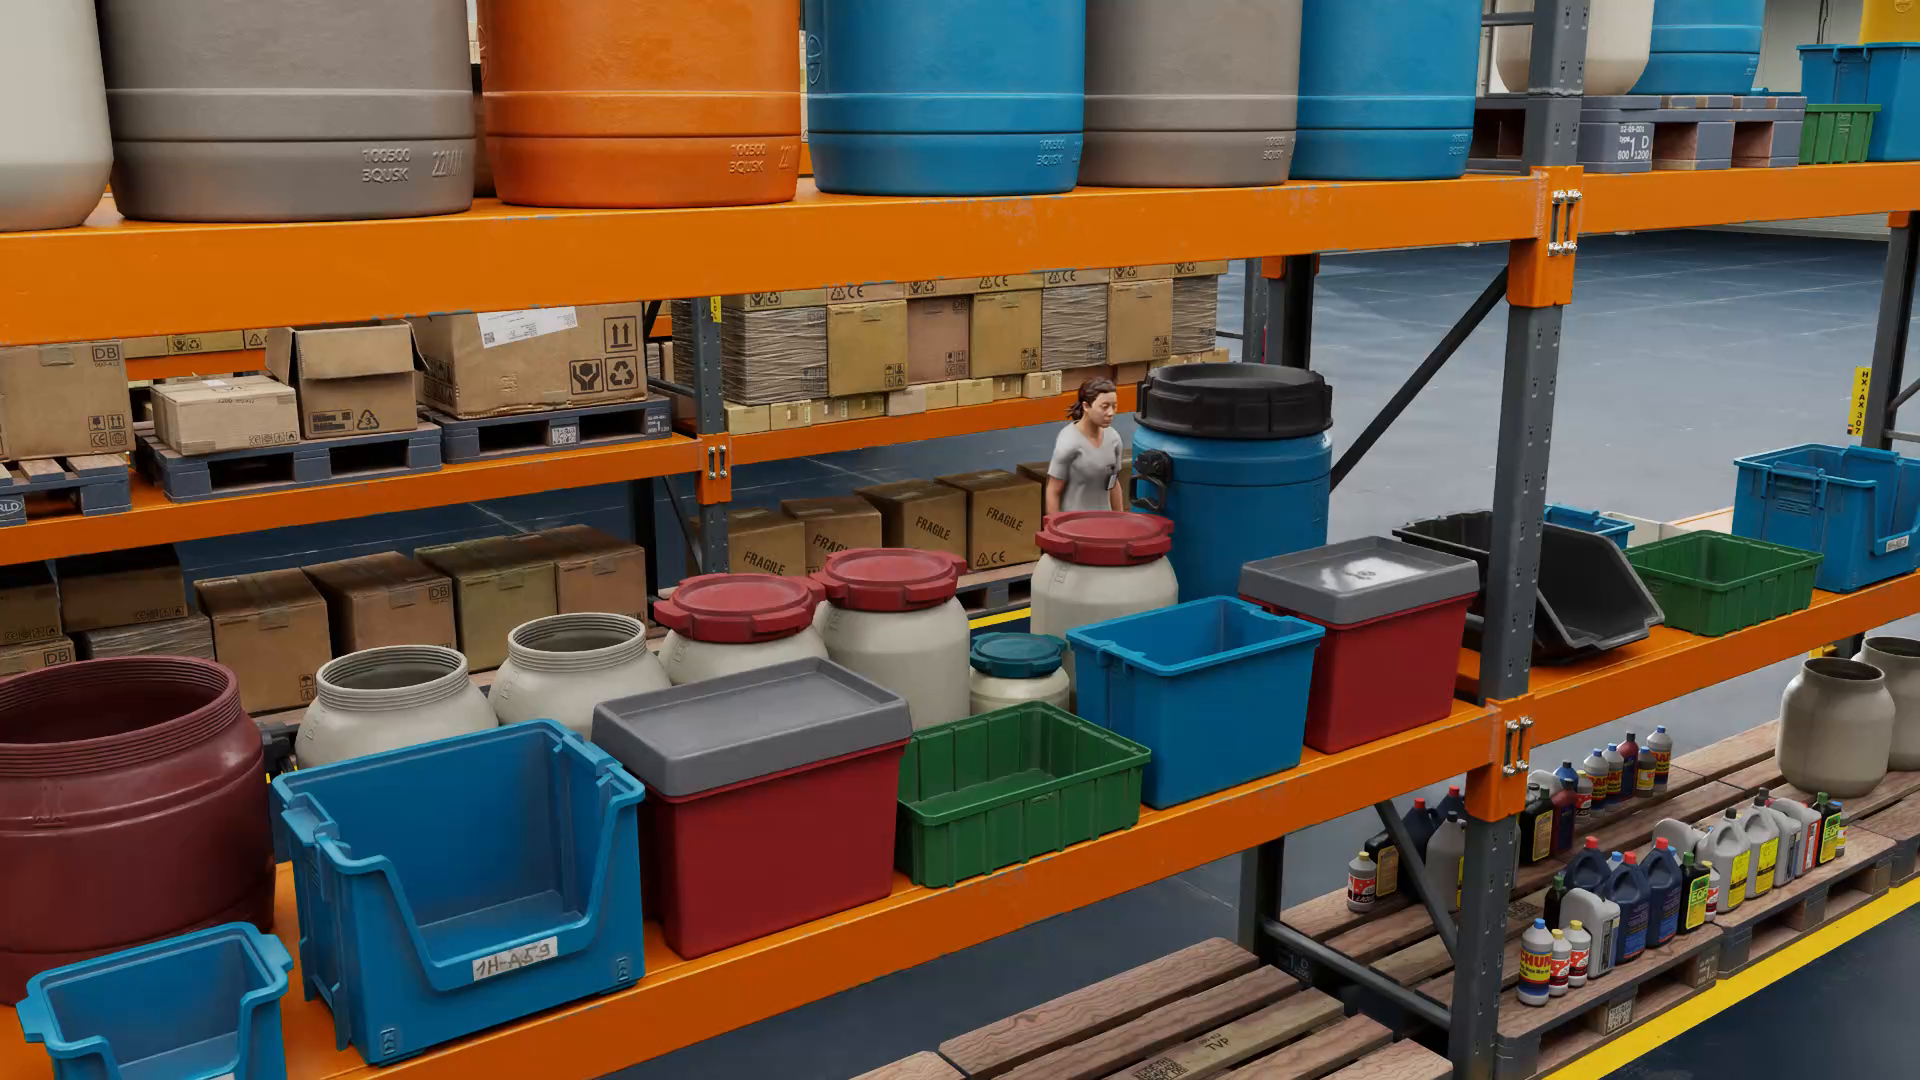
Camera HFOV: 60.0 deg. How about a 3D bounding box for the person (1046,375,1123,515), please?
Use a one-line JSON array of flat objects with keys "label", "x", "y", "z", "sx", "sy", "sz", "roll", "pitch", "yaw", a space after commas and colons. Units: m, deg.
[{"label": "person", "x": 0.669, "y": -0.020, "z": 8.587, "sx": 0.487, "sy": 1.673, "sz": 0.404, "roll": -10, "pitch": 18, "yaw": -34}]
